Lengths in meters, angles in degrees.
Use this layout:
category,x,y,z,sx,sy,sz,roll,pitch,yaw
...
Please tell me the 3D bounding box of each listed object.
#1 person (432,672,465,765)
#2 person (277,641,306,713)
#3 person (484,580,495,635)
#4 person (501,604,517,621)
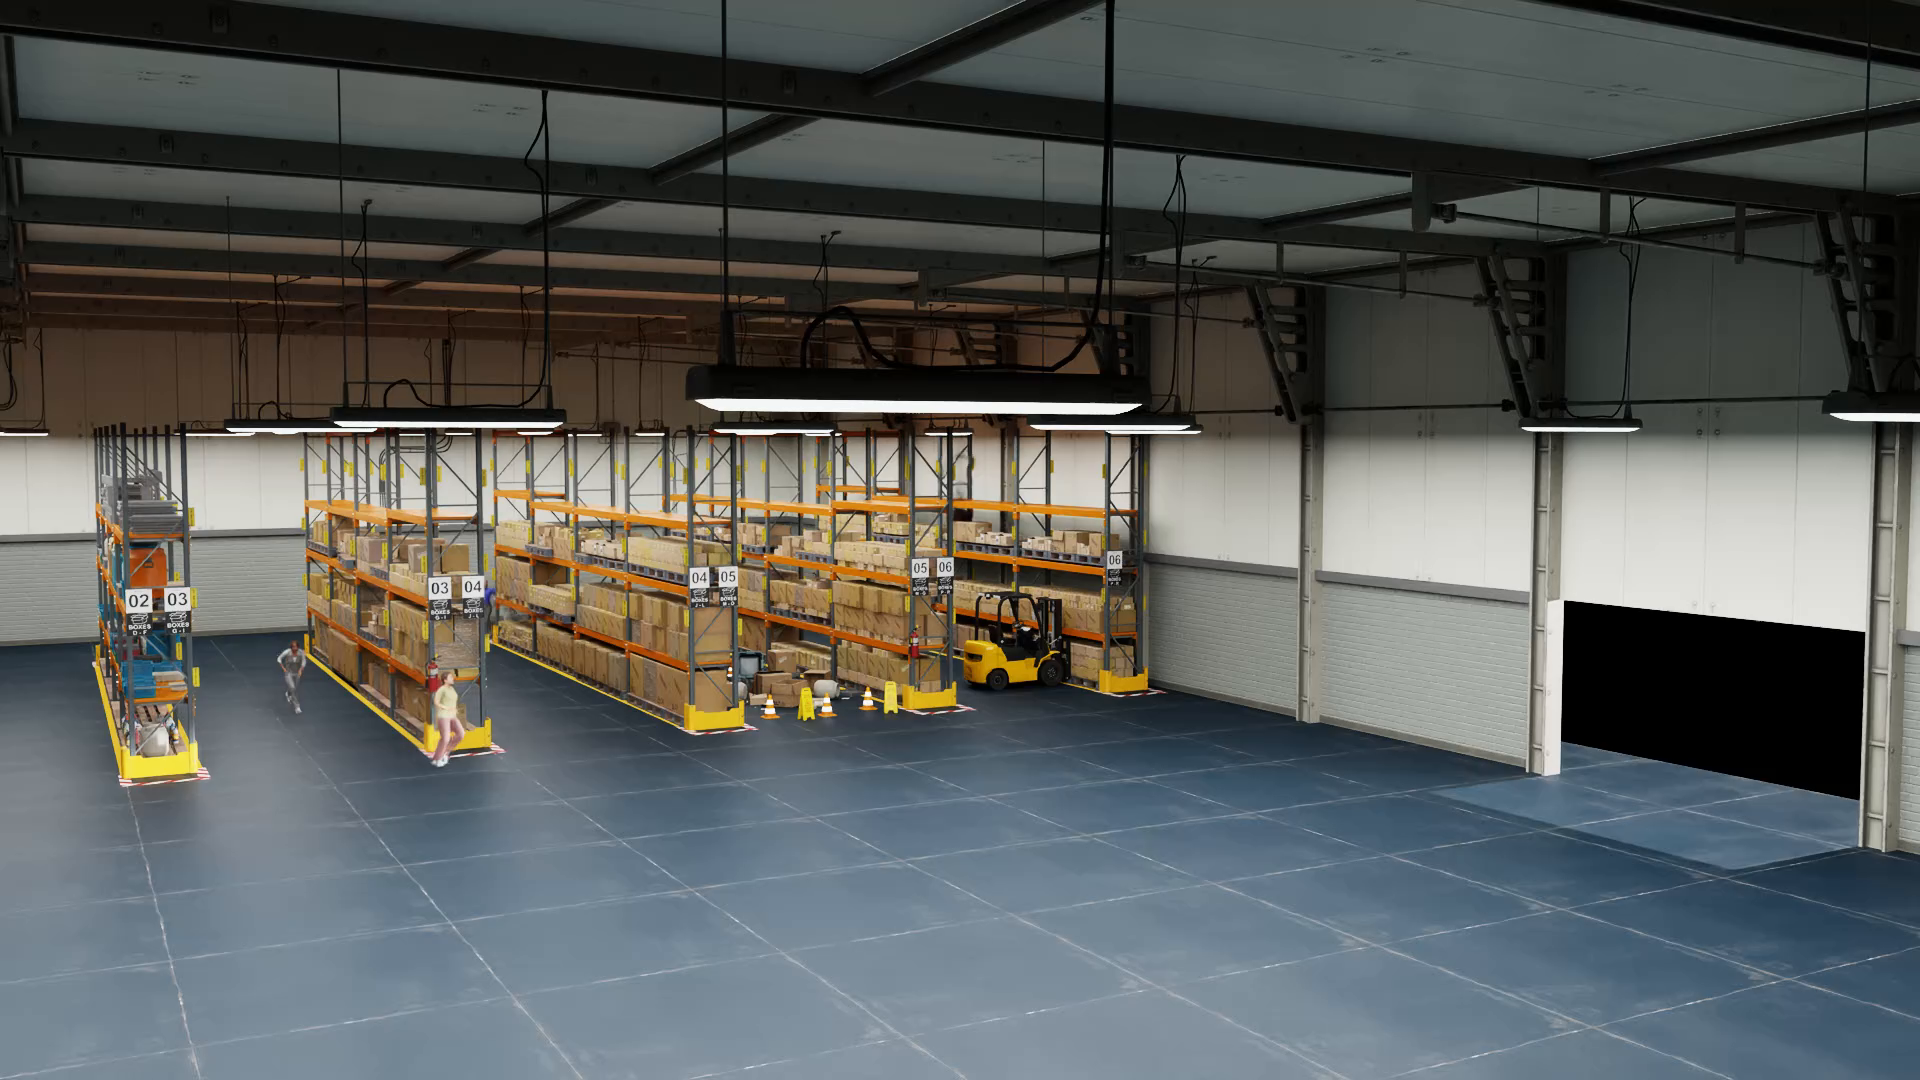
category,x,y,z,sx,sy,sz,roll,pitch,yaw
person,-8.993,3.129,29.264,0.529,1.636,0.589,1,4,20
person,-14.097,2.857,35.049,0.557,1.548,0.894,-2,4,-31
person,-13.650,1.993,47.908,0.569,1.683,0.851,1,4,18
person,-12.914,1.963,47.950,0.639,1.746,0.671,-1,4,-19
